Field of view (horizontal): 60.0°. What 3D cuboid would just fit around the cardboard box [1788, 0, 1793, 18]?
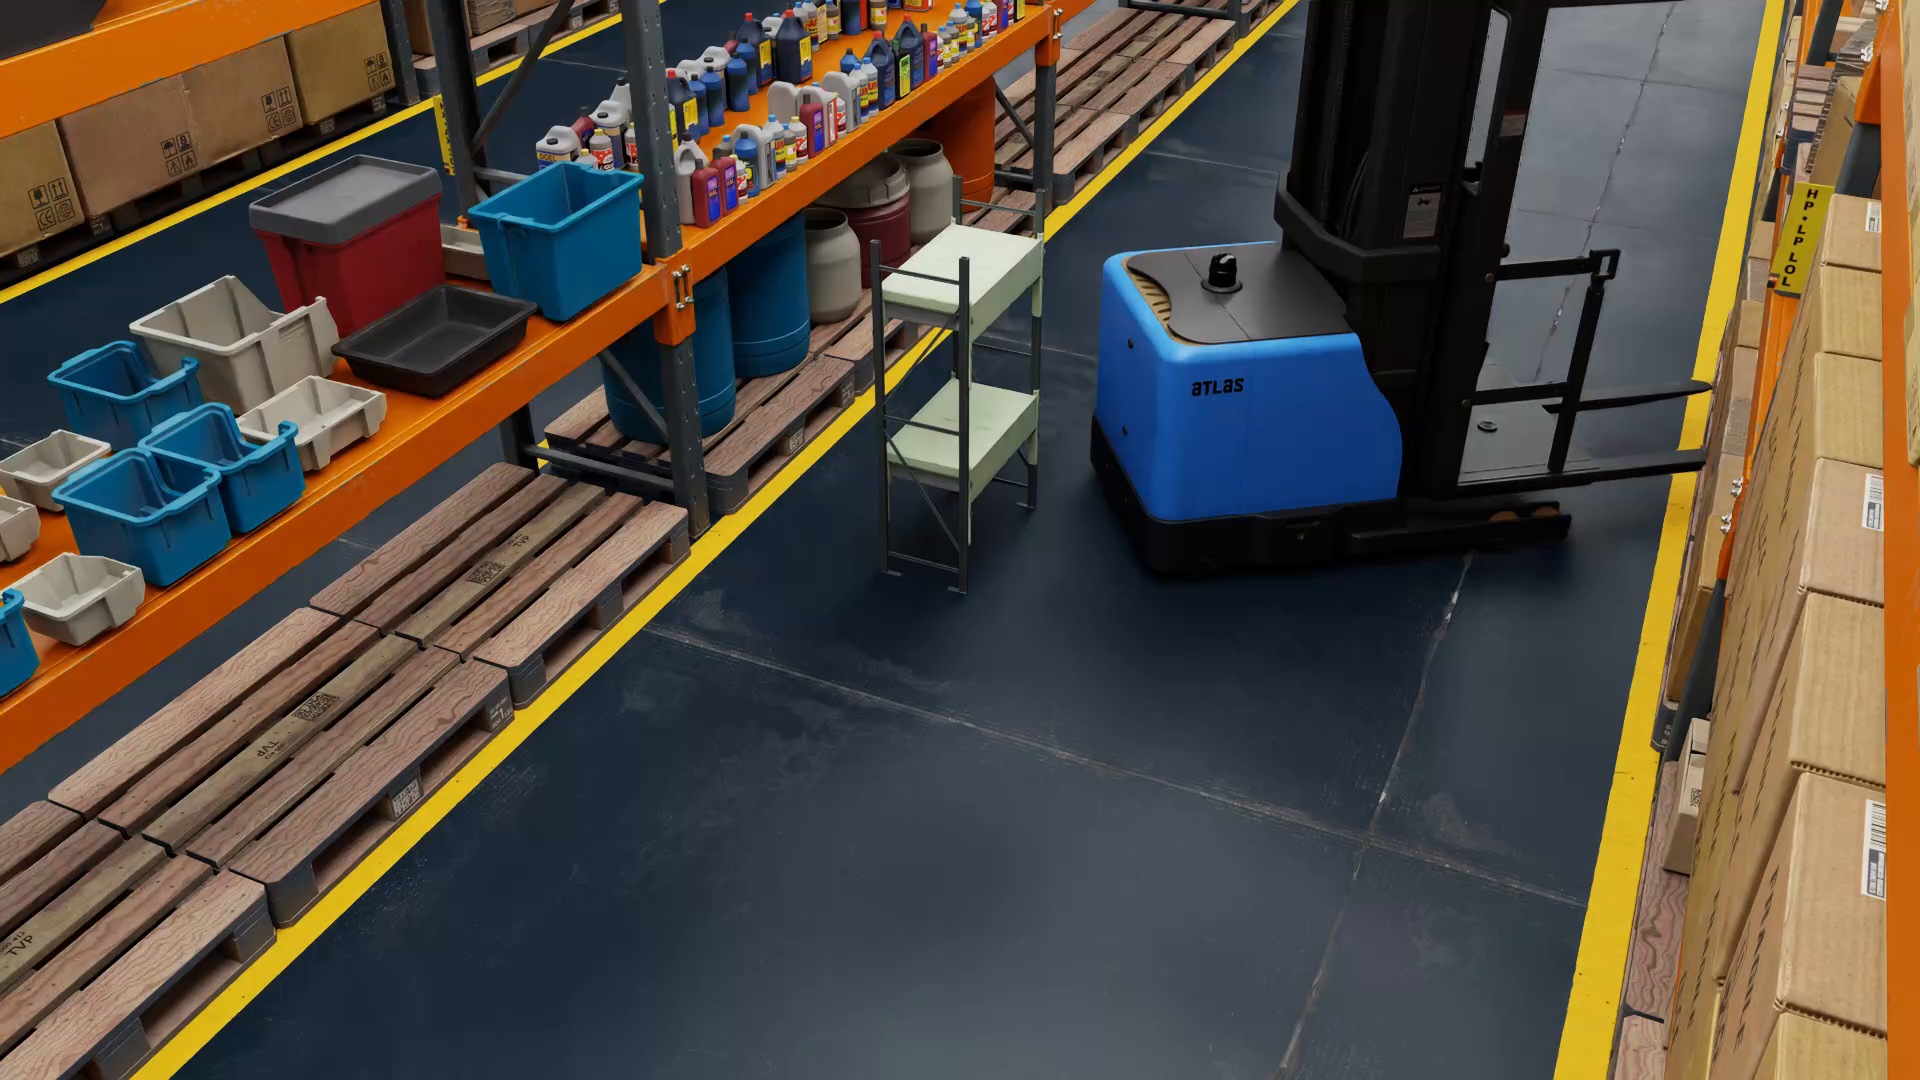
[{"bbox_3d":[6.884,-4.296,13.191,0.500,0.250,0.500,14,36,20],"label":"cardboard box"}]

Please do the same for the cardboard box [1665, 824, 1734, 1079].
[{"bbox_3d":[1.614,0.902,3.048,0.500,0.500,0.500,14,36,21],"label":"cardboard box"}]

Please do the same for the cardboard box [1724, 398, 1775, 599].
[{"bbox_3d":[2.459,-0.107,4.586,0.500,0.500,0.500,15,36,22],"label":"cardboard box"}]

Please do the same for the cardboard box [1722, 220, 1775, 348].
[{"bbox_3d":[4.143,-1.226,8.263,0.500,0.500,0.500,16,36,22],"label":"cardboard box"}]

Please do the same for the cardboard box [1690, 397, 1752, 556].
[{"bbox_3d":[3.290,-0.200,6.699,0.500,0.500,0.500,15,36,21],"label":"cardboard box"}]

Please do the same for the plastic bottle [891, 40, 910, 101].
[{"bbox_3d":[-0.298,-2.311,8.145,0.061,0.283,0.133,14,36,20],"label":"plastic bottle"}]

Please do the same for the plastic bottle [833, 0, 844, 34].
[{"bbox_3d":[-0.670,-2.910,9.059,0.061,0.283,0.133,14,36,20],"label":"plastic bottle"}]

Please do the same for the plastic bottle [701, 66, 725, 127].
[{"bbox_3d":[-1.166,-2.092,7.822,0.097,0.271,0.097,0,33,0],"label":"plastic bottle"}]

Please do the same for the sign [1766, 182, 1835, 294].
[{"bbox_3d":[2.414,-0.866,4.779,0.100,0.325,0.005,14,36,20],"label":"sign"}]

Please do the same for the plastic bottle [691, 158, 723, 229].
[{"bbox_3d":[-1.037,-1.431,6.803,0.061,0.283,0.133,14,36,20],"label":"plastic bottle"}]

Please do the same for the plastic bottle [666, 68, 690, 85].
[{"bbox_3d":[-1.343,-2.046,7.748,0.152,0.276,0.135,14,36,20],"label":"plastic bottle"}]

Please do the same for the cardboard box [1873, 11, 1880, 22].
[{"bbox_3d":[4.432,-2.126,7.283,0.700,0.500,0.500,3,33,4],"label":"cardboard box"}]

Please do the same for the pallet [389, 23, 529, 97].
[{"bbox_3d":[-4.075,-3.746,12.770,1.003,0.211,1.213,14,36,20],"label":"pallet"}]

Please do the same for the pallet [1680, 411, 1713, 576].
[{"bbox_3d":[3.734,-0.114,7.231,1.003,0.211,1.213,14,36,20],"label":"pallet"}]

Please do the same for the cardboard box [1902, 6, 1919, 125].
[{"bbox_3d":[2.278,-1.015,3.463,0.500,0.250,0.500,14,36,20],"label":"cardboard box"}]

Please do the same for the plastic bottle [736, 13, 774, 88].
[{"bbox_3d":[-1.030,-2.455,8.304,0.144,0.351,0.185,14,36,20],"label":"plastic bottle"}]

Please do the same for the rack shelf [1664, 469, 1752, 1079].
[{"bbox_3d":[2.083,1.041,3.584,1.077,0.370,4.000,14,36,20],"label":"rack shelf"}]

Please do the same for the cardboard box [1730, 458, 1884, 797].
[{"bbox_3d":[1.821,0.224,3.169,0.500,0.500,0.500,15,36,22],"label":"cardboard box"}]

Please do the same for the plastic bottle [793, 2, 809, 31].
[{"bbox_3d":[-0.839,-2.680,8.719,0.097,0.271,0.097,0,33,0],"label":"plastic bottle"}]

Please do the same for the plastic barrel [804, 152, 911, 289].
[{"bbox_3d":[-0.566,-1.744,8.990,0.600,0.588,0.708,14,36,20],"label":"plastic barrel"}]

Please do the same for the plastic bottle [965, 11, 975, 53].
[{"bbox_3d":[0.030,-2.691,8.799,0.097,0.201,0.097,0,33,0],"label":"plastic bottle"}]

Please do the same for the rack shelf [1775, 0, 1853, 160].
[{"bbox_3d":[5.430,-2.944,9.660,1.077,0.370,4.000,14,36,20],"label":"rack shelf"}]

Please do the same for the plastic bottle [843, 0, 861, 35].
[{"bbox_3d":[-0.591,-2.896,9.048,0.097,0.271,0.097,0,33,0],"label":"plastic bottle"}]

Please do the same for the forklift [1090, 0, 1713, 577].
[{"bbox_3d":[2.170,-1.462,6.807,3.031,2.935,1.130,-6,34,-9],"label":"forklift"}]

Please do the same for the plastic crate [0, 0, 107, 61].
[{"bbox_3d":[-2.363,-1.329,3.862,0.504,0.338,0.767,14,36,20],"label":"plastic crate"}]

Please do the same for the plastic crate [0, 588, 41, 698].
[{"bbox_3d":[-2.574,0.267,4.205,0.416,0.233,0.300,14,36,20],"label":"plastic crate"}]

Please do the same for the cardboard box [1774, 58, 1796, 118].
[{"bbox_3d":[5.438,-2.846,10.468,0.500,0.311,0.500,13,35,19],"label":"cardboard box"}]

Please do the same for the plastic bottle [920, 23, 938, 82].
[{"bbox_3d":[-0.164,-2.469,8.387,0.061,0.283,0.133,14,36,20],"label":"plastic bottle"}]

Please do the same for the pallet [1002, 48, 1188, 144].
[{"bbox_3d":[0.967,-3.203,11.942,1.003,0.211,1.213,14,36,20],"label":"pallet"}]

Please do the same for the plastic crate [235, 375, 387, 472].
[{"bbox_3d":[-2.034,-0.373,5.269,0.293,0.136,0.466,14,36,20],"label":"plastic crate"}]

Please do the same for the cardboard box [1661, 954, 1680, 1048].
[{"bbox_3d":[2.195,1.337,4.658,0.380,0.166,0.250,14,36,20],"label":"cardboard box"}]

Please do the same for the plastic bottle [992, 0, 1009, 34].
[{"bbox_3d":[0.217,-2.924,9.080,0.061,0.283,0.133,14,36,20],"label":"plastic bottle"}]

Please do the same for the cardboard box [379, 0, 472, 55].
[{"bbox_3d":[-4.141,-4.000,12.493,0.700,0.500,0.500,12,35,18],"label":"cardboard box"}]

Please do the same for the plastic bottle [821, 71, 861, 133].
[{"bbox_3d":[-0.554,-2.062,7.773,0.152,0.276,0.135,14,36,20],"label":"plastic bottle"}]

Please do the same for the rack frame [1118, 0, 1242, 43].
[{"bbox_3d":[1.769,-5.379,12.718,1.000,3.000,0.127,14,36,20],"label":"rack frame"}]

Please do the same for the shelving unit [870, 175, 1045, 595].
[{"bbox_3d":[0.003,-0.631,6.844,0.431,1.500,0.755,14,36,20],"label":"shelving unit"}]

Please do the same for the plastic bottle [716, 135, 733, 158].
[{"bbox_3d":[-1.006,-1.656,7.221,0.097,0.201,0.097,0,33,0],"label":"plastic bottle"}]

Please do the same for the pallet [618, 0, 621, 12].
[{"bbox_3d":[-3.054,-4.961,14.623,1.003,0.211,1.213,14,36,20],"label":"pallet"}]

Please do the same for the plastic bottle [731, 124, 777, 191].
[{"bbox_3d":[-0.885,-1.668,7.172,0.152,0.276,0.135,14,36,20],"label":"plastic bottle"}]

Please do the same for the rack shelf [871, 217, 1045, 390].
[{"bbox_3d":[0.003,-0.957,6.630,0.431,0.370,0.720,14,36,20],"label":"rack shelf"}]

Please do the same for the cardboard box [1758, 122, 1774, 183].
[{"bbox_3d":[5.230,-2.356,10.233,0.500,0.250,0.500,15,36,21],"label":"cardboard box"}]

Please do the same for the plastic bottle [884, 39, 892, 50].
[{"bbox_3d":[-0.353,-2.325,8.166,0.061,0.283,0.133,14,36,20],"label":"plastic bottle"}]

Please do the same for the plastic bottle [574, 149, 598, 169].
[{"bbox_3d":[-1.586,-1.563,7.079,0.097,0.201,0.097,0,33,0],"label":"plastic bottle"}]

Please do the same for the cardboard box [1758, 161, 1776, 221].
[{"bbox_3d":[4.588,-1.826,8.913,0.500,0.311,0.500,15,36,22],"label":"cardboard box"}]

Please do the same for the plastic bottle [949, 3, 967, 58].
[{"bbox_3d":[-0.011,-2.671,8.706,0.097,0.271,0.097,0,33,0],"label":"plastic bottle"}]

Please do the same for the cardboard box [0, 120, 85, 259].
[{"bbox_3d":[-5.827,-2.141,9.335,1.225,0.875,0.875,14,36,21],"label":"cardboard box"}]

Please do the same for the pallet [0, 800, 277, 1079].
[{"bbox_3d":[-2.871,1.362,4.981,1.003,0.211,1.213,14,36,20],"label":"pallet"}]

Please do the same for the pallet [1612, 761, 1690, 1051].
[{"bbox_3d":[2.631,1.252,5.149,1.003,0.211,1.213,14,36,20],"label":"pallet"}]

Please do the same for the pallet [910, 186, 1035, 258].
[{"bbox_3d":[-0.197,-1.818,9.831,1.003,0.211,1.213,14,36,20],"label":"pallet"}]
